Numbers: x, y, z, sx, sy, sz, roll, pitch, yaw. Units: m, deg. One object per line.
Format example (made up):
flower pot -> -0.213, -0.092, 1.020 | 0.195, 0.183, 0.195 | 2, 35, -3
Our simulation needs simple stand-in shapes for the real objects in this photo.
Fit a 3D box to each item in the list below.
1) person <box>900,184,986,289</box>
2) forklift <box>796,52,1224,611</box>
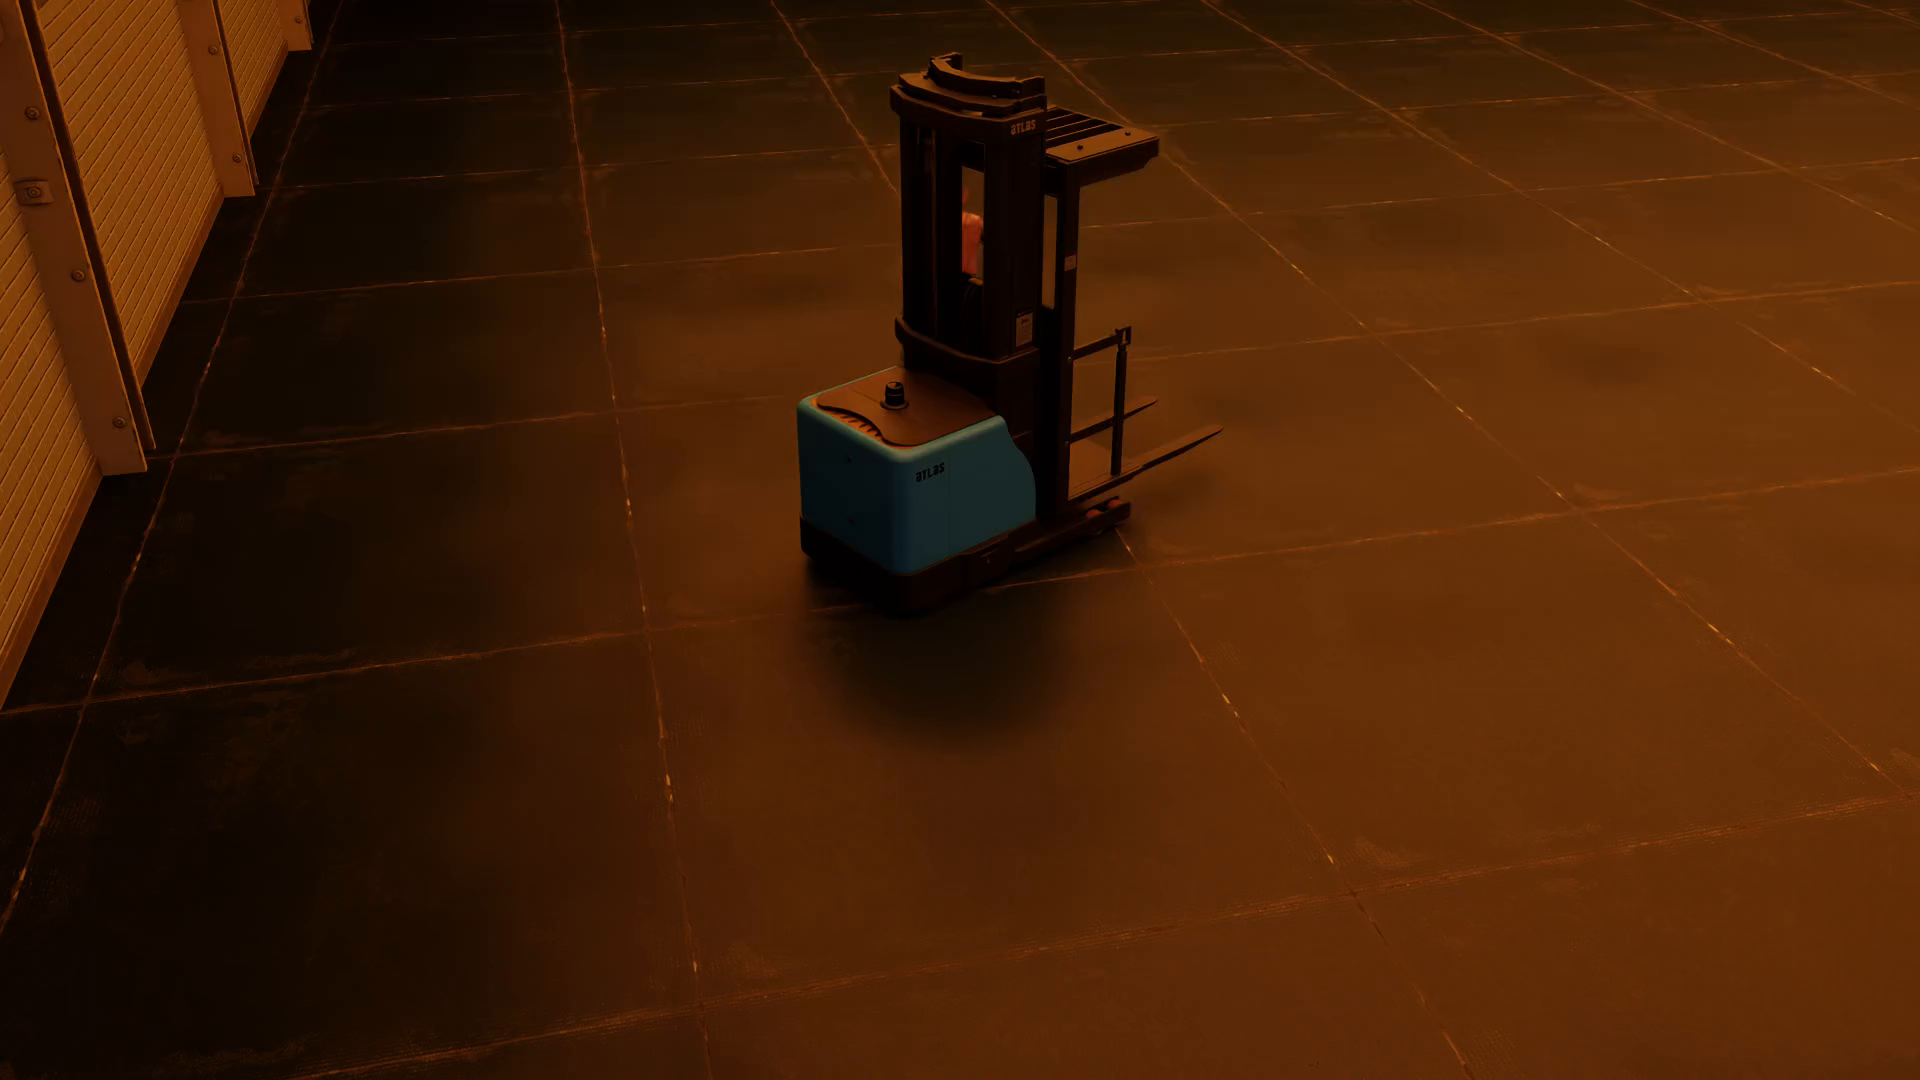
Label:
person -> -0.025, -1.939, 12.433 | 0.925, 1.479, 0.461 | -12, 32, -20
forklift -> 0.457, -1.471, 10.116 | 3.031, 2.935, 1.130 | -24, 38, -35
